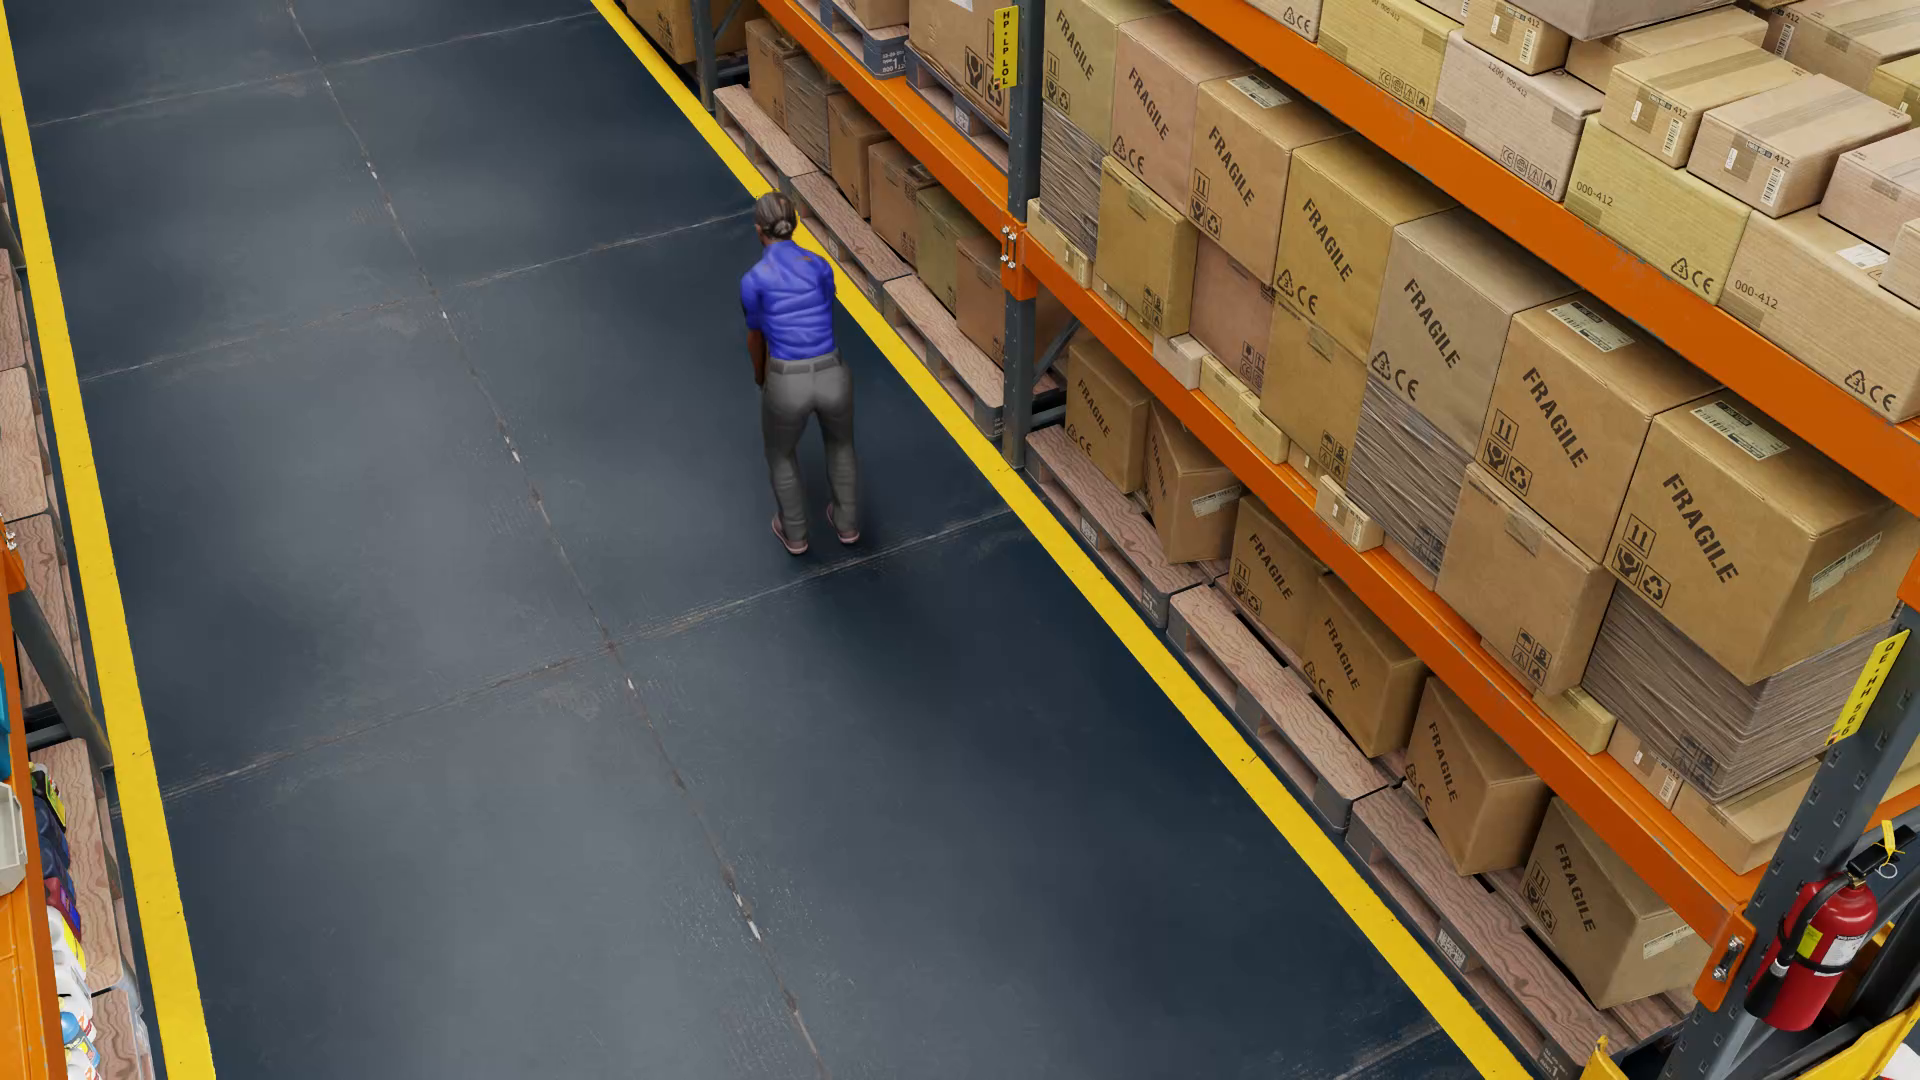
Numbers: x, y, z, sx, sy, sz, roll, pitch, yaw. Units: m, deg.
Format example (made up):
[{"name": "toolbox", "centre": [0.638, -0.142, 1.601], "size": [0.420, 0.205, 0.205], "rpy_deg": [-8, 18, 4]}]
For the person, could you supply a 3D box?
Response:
[{"name": "person", "centre": [-0.679, -0.672, 7.024], "size": [0.408, 1.532, 0.597], "rpy_deg": [-13, 43, -14]}]
